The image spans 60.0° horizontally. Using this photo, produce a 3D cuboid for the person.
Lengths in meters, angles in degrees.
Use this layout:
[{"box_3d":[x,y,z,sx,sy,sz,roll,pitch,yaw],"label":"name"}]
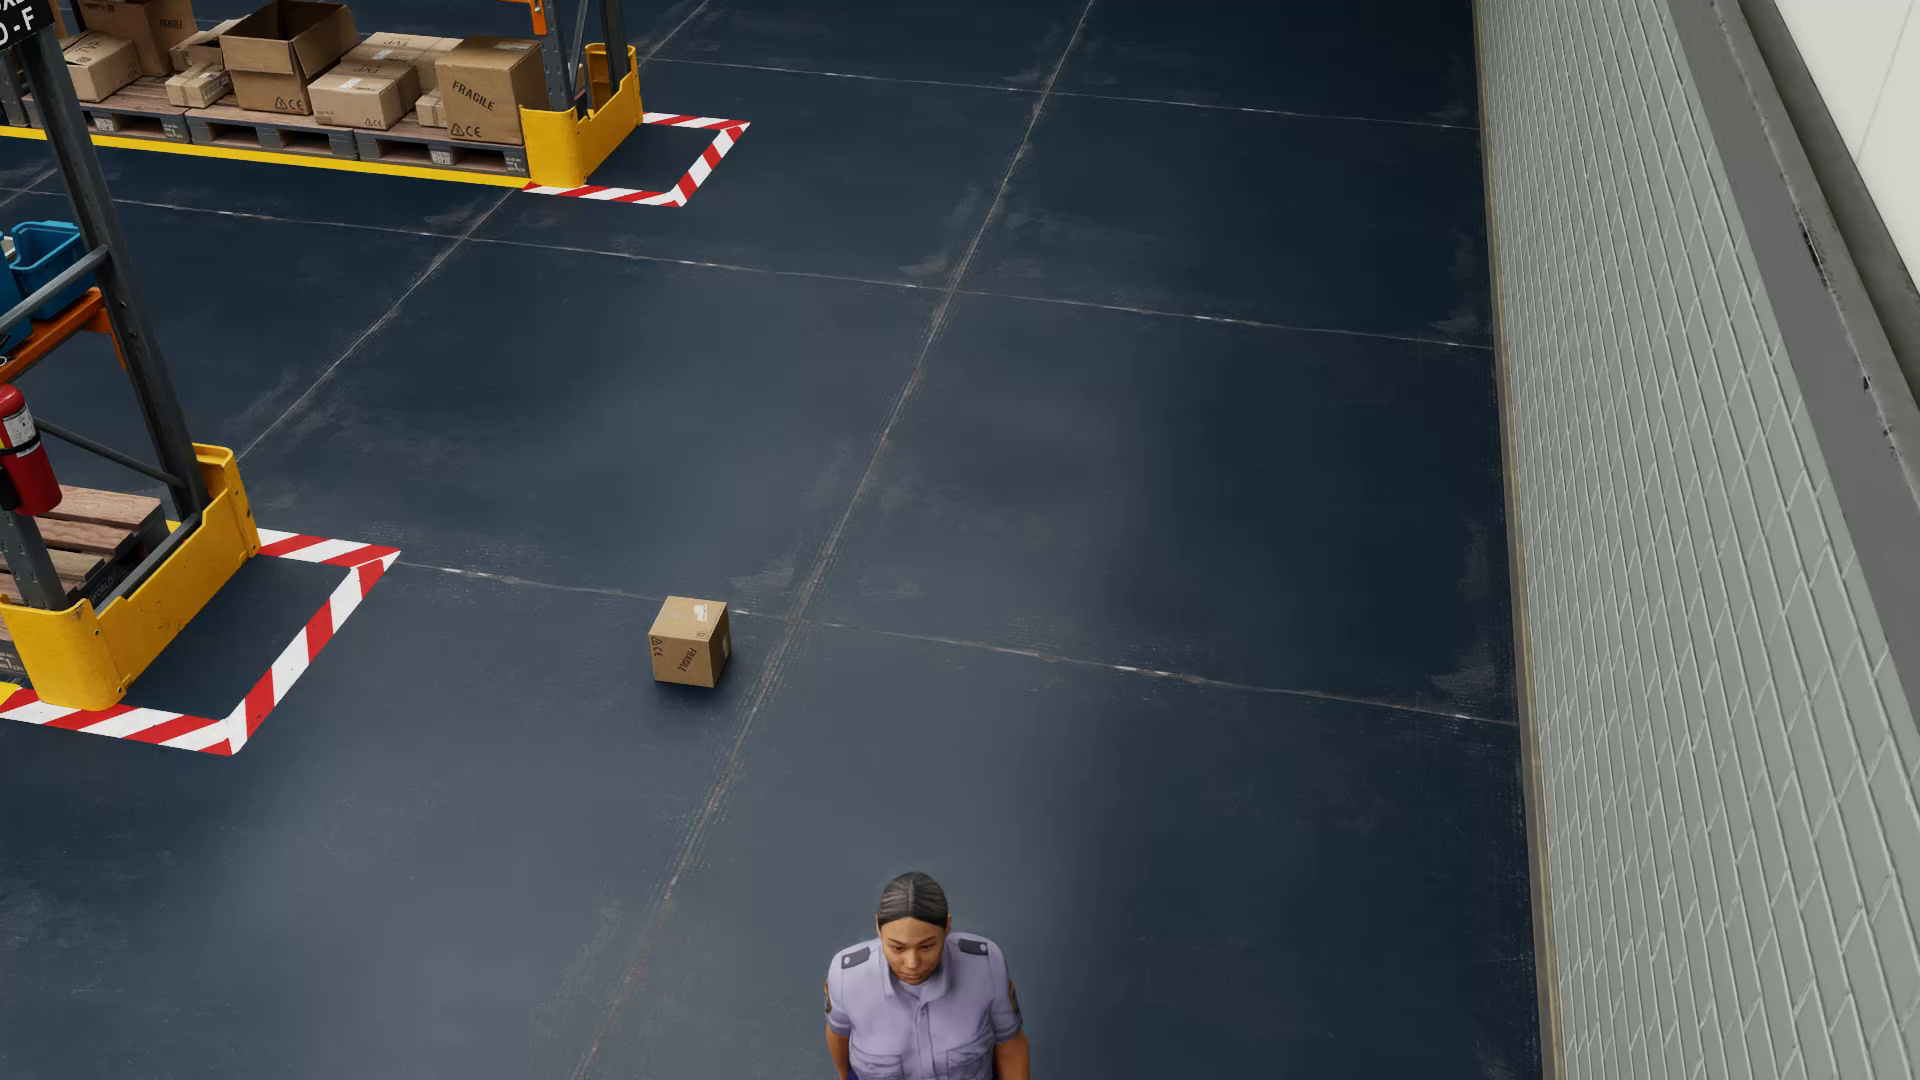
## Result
[{"box_3d":[-0.078,1.433,4.237,0.484,1.597,0.975,-6,37,-8],"label":"person"}]
